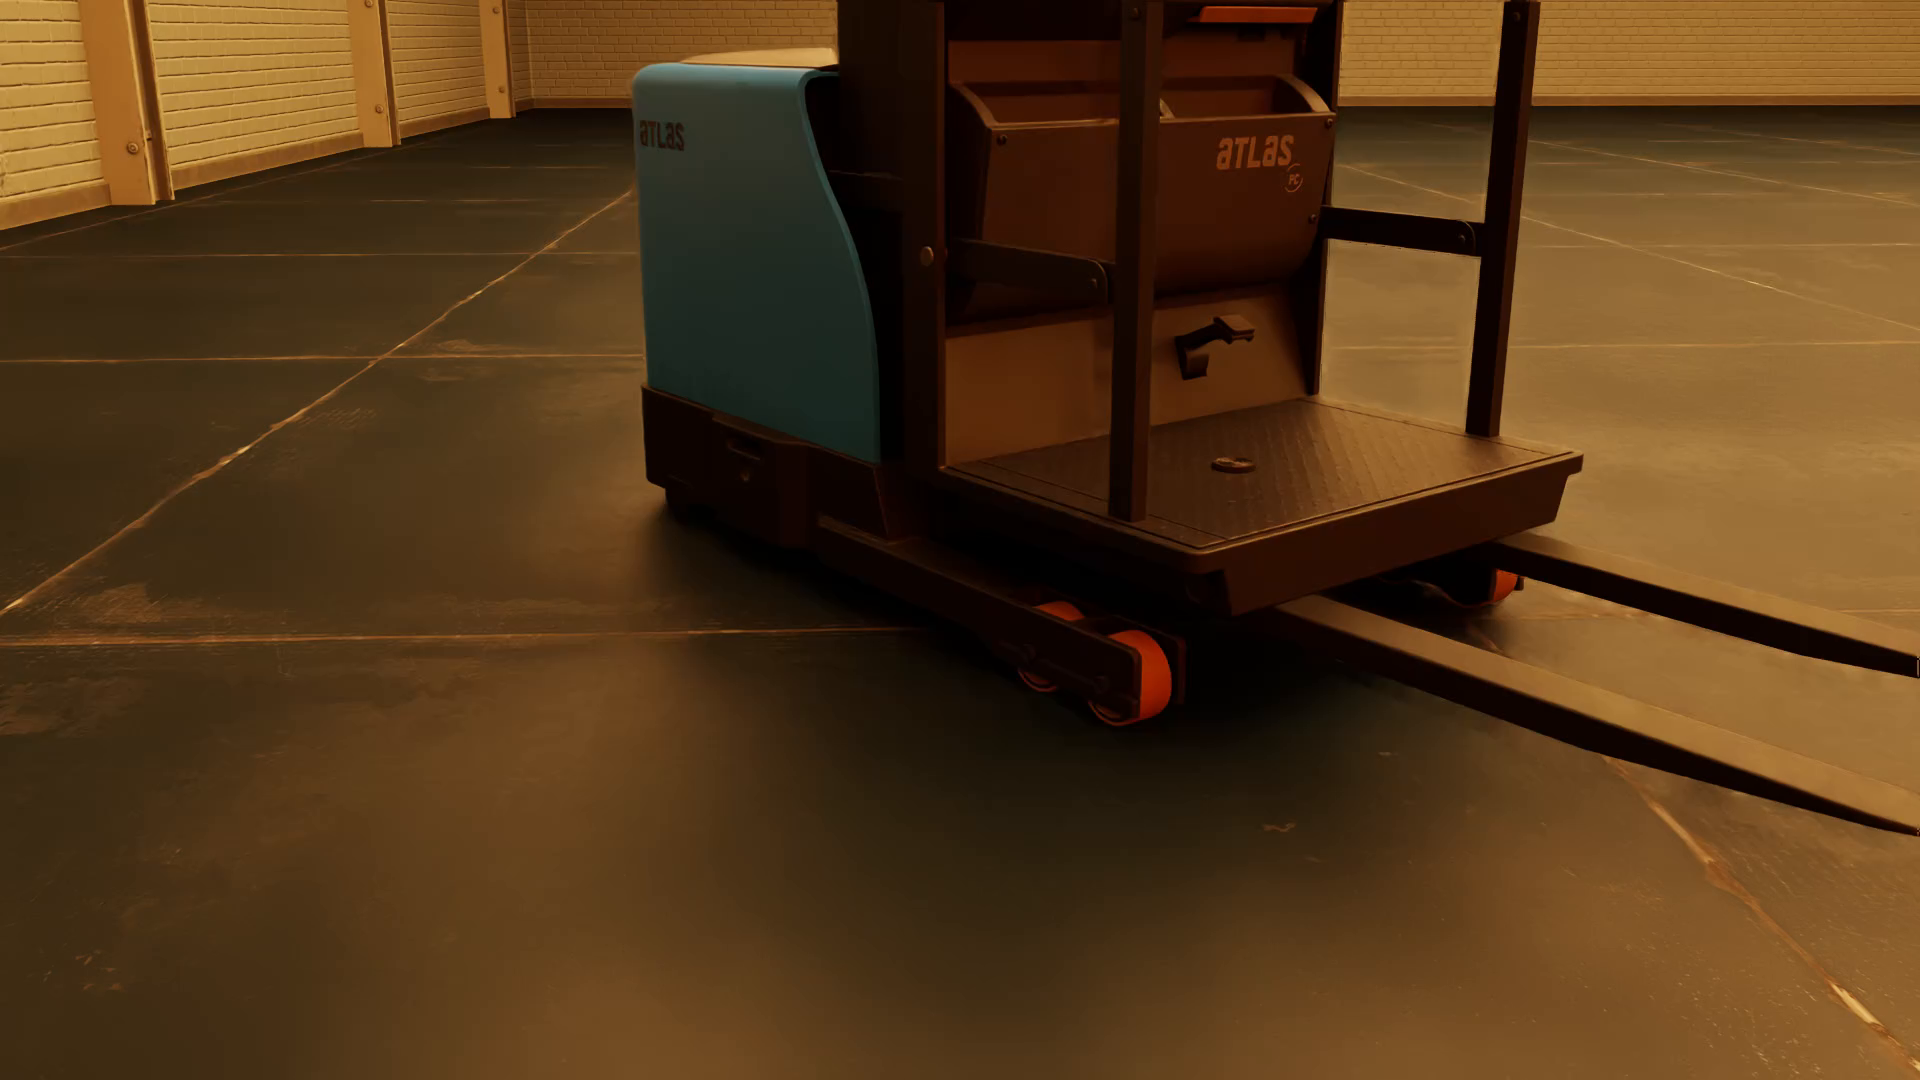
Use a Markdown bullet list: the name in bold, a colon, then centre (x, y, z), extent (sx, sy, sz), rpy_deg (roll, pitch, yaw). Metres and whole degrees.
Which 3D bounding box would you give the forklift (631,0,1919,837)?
- **forklift**: centre (0.509, -1.243, 2.972), extent (1.130, 2.935, 3.031), rpy_deg (-13, 21, -36)
